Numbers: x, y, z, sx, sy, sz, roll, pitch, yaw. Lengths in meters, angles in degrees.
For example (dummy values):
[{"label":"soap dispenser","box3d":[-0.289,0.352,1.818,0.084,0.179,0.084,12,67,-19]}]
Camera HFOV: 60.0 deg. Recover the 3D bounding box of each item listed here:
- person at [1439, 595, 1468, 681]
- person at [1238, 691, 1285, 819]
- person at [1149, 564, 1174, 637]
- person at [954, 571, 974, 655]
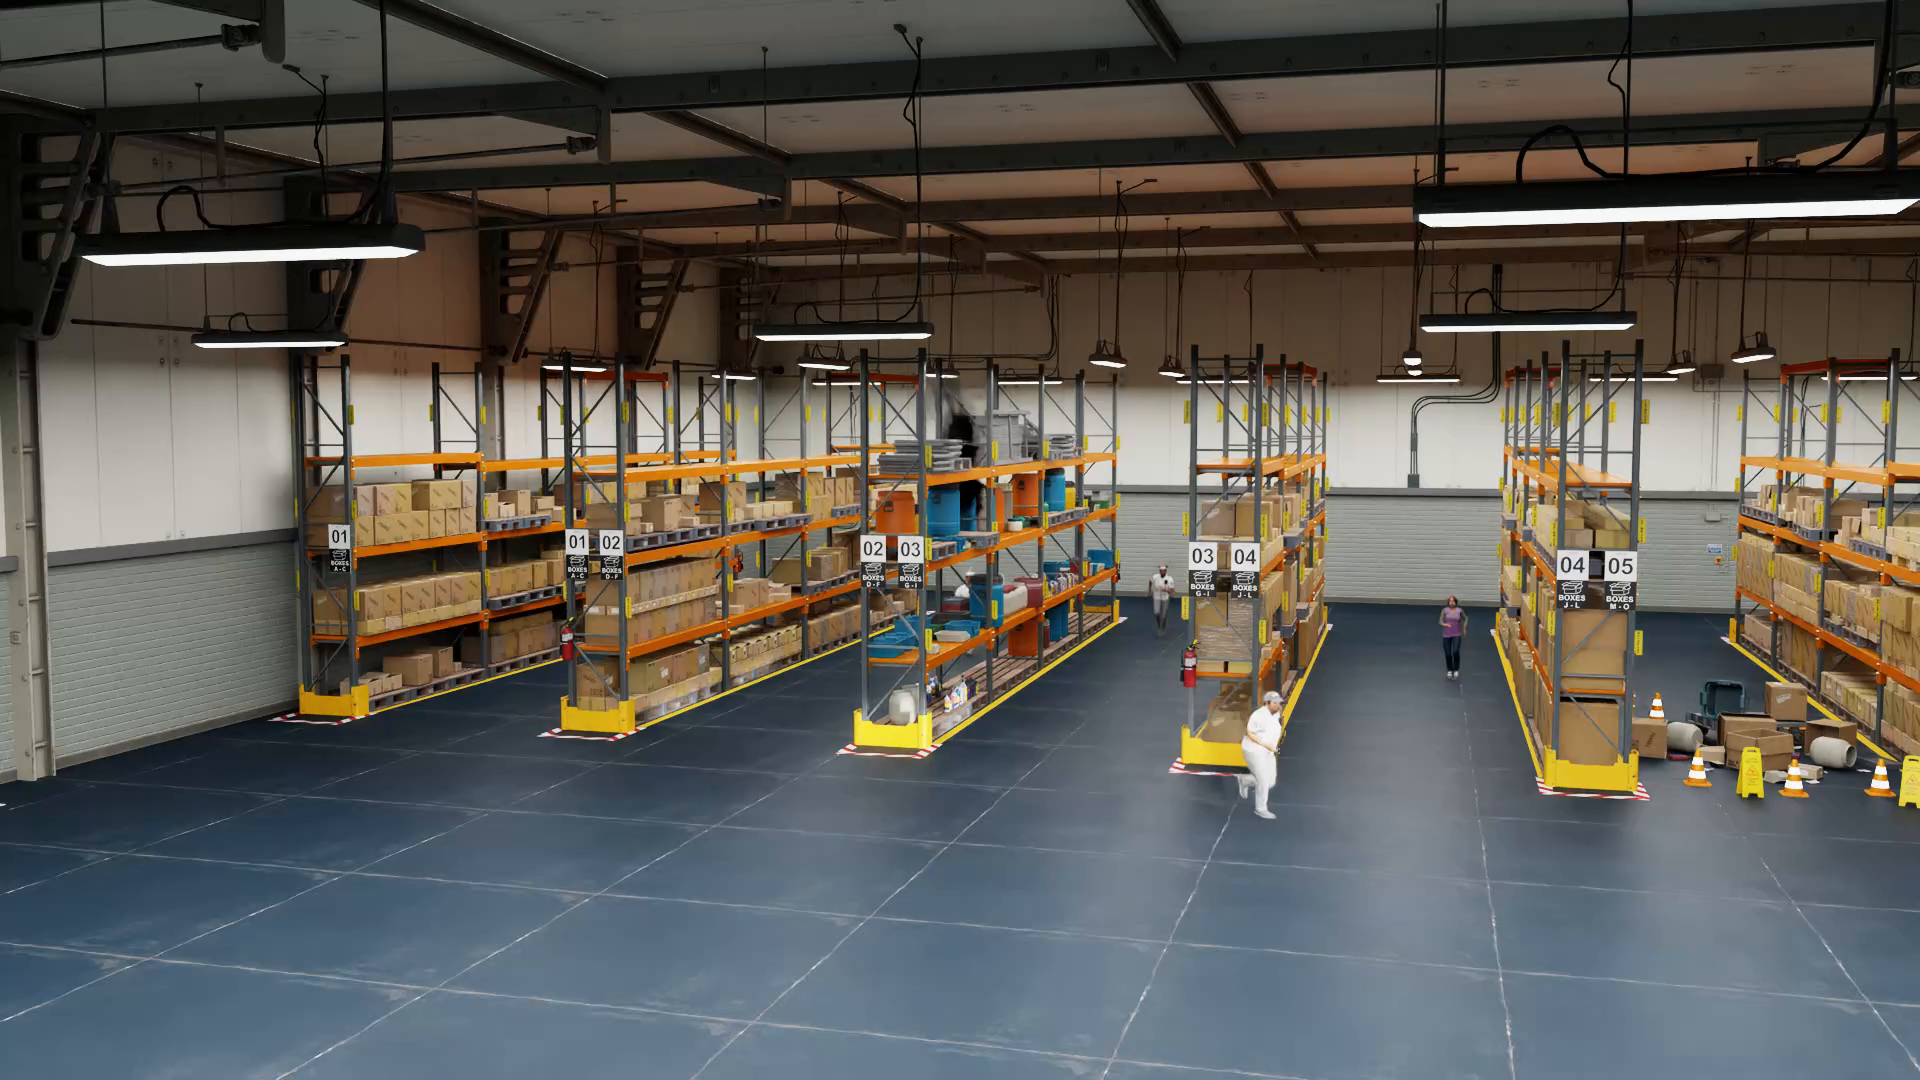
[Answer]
[{"label":"person","box3d":[9.304,1.848,31.406,0.509,1.604,0.667,2,5,22]},{"label":"person","box3d":[3.736,2.664,20.775,0.571,1.612,0.759,-3,5,-37]},{"label":"person","box3d":[4.531,1.349,37.456,0.605,1.656,0.783,1,4,14]},{"label":"person","box3d":[0.214,1.523,34.909,0.714,1.733,0.791,1,4,12]}]
